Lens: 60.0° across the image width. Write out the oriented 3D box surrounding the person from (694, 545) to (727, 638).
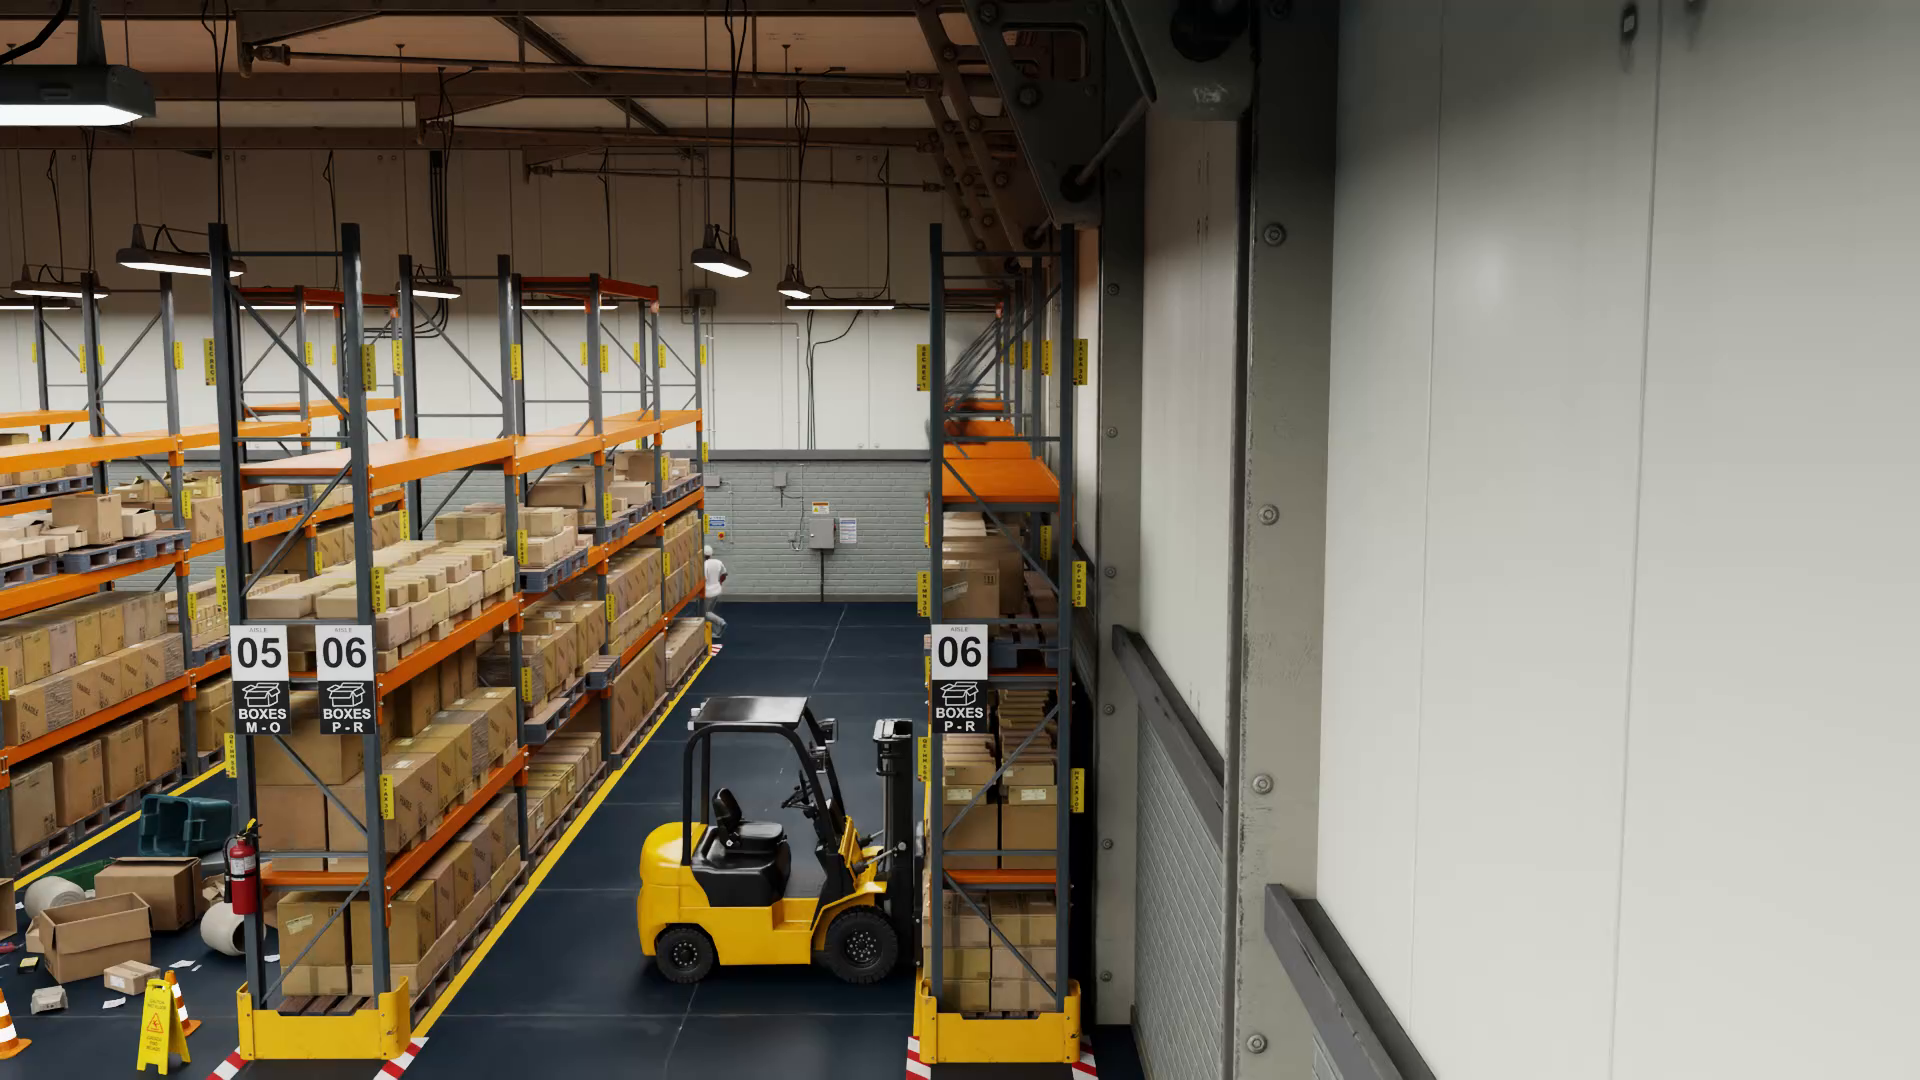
[{"bbox_3d":[-4.357,0.930,29.167,0.566,1.703,0.747,4,8,32],"label":"person"}]
